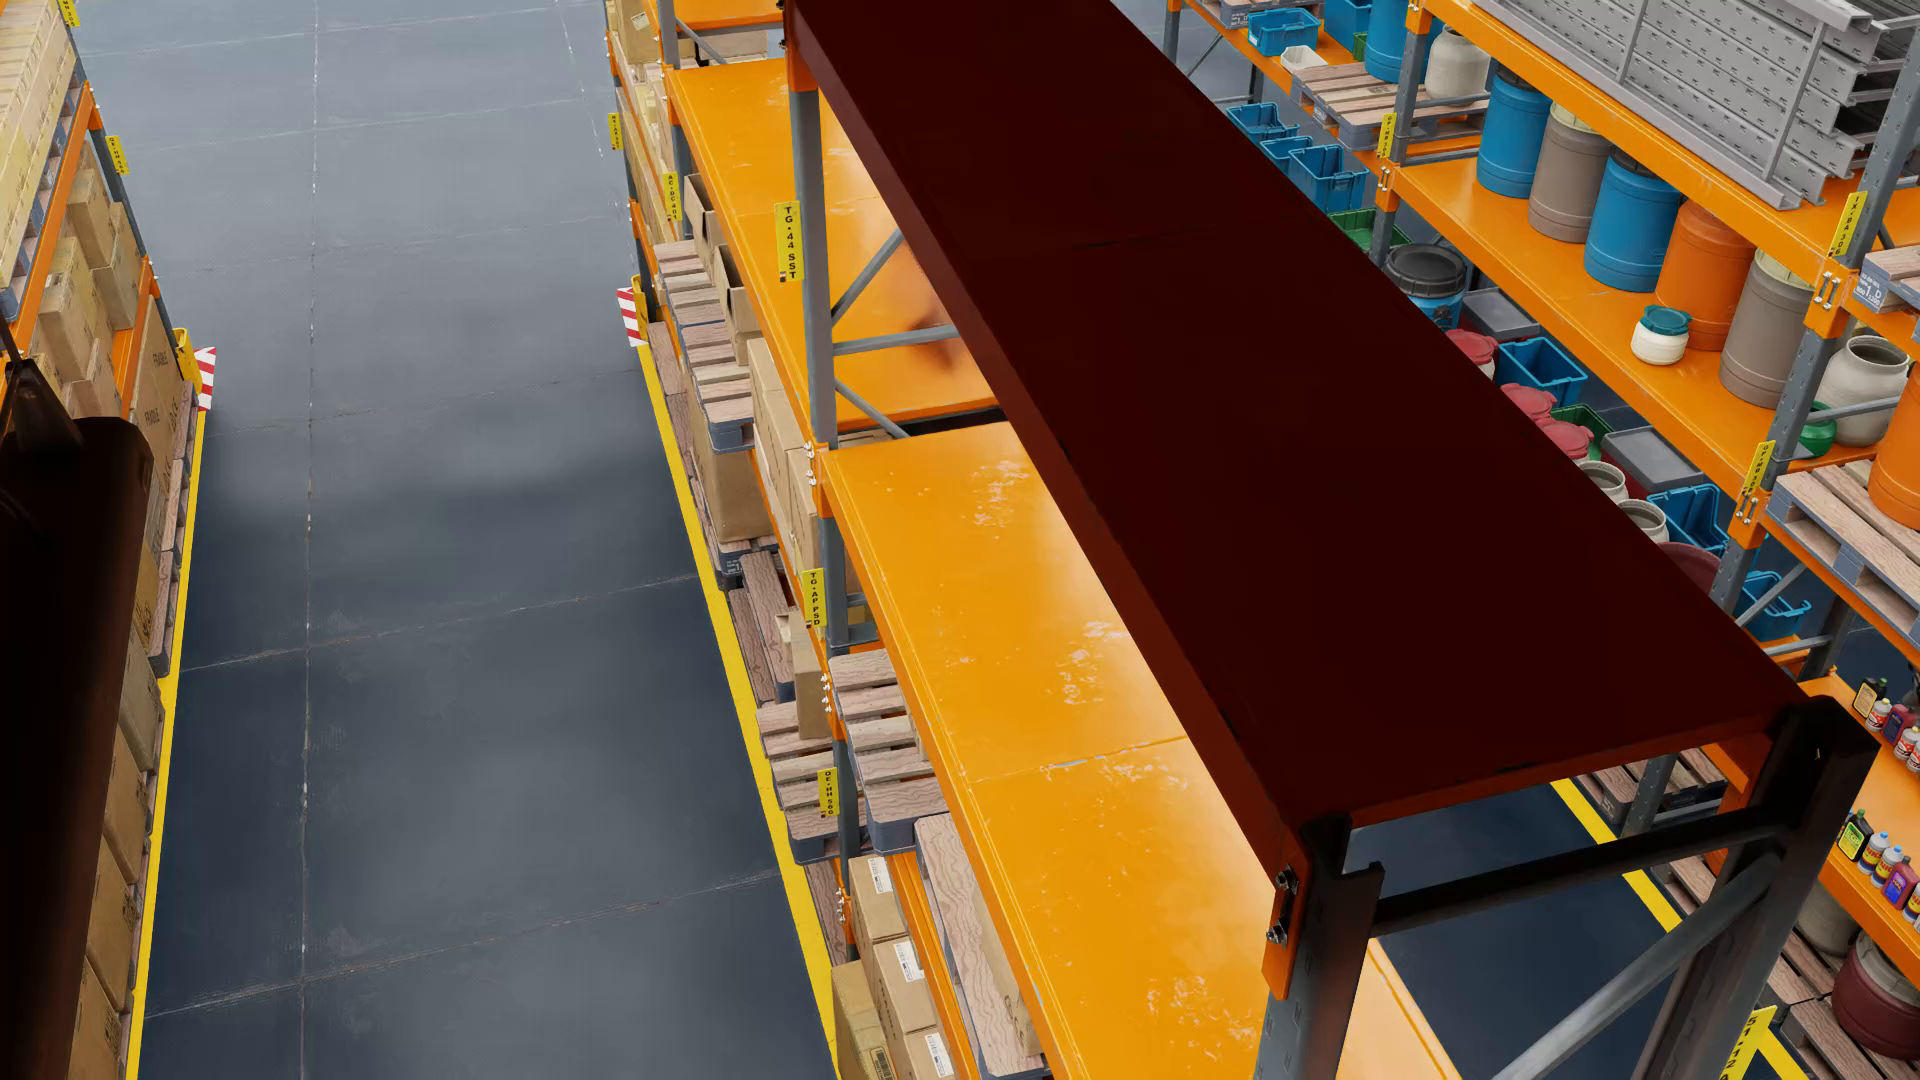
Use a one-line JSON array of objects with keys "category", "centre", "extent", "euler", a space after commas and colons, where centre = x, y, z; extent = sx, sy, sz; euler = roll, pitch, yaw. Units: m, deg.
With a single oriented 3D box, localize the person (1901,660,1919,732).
[{"category": "person", "centre": [6.048, 0.976, 10.216], "extent": [0.573, 1.826, 0.867], "euler": [-15, 41, -18]}]
